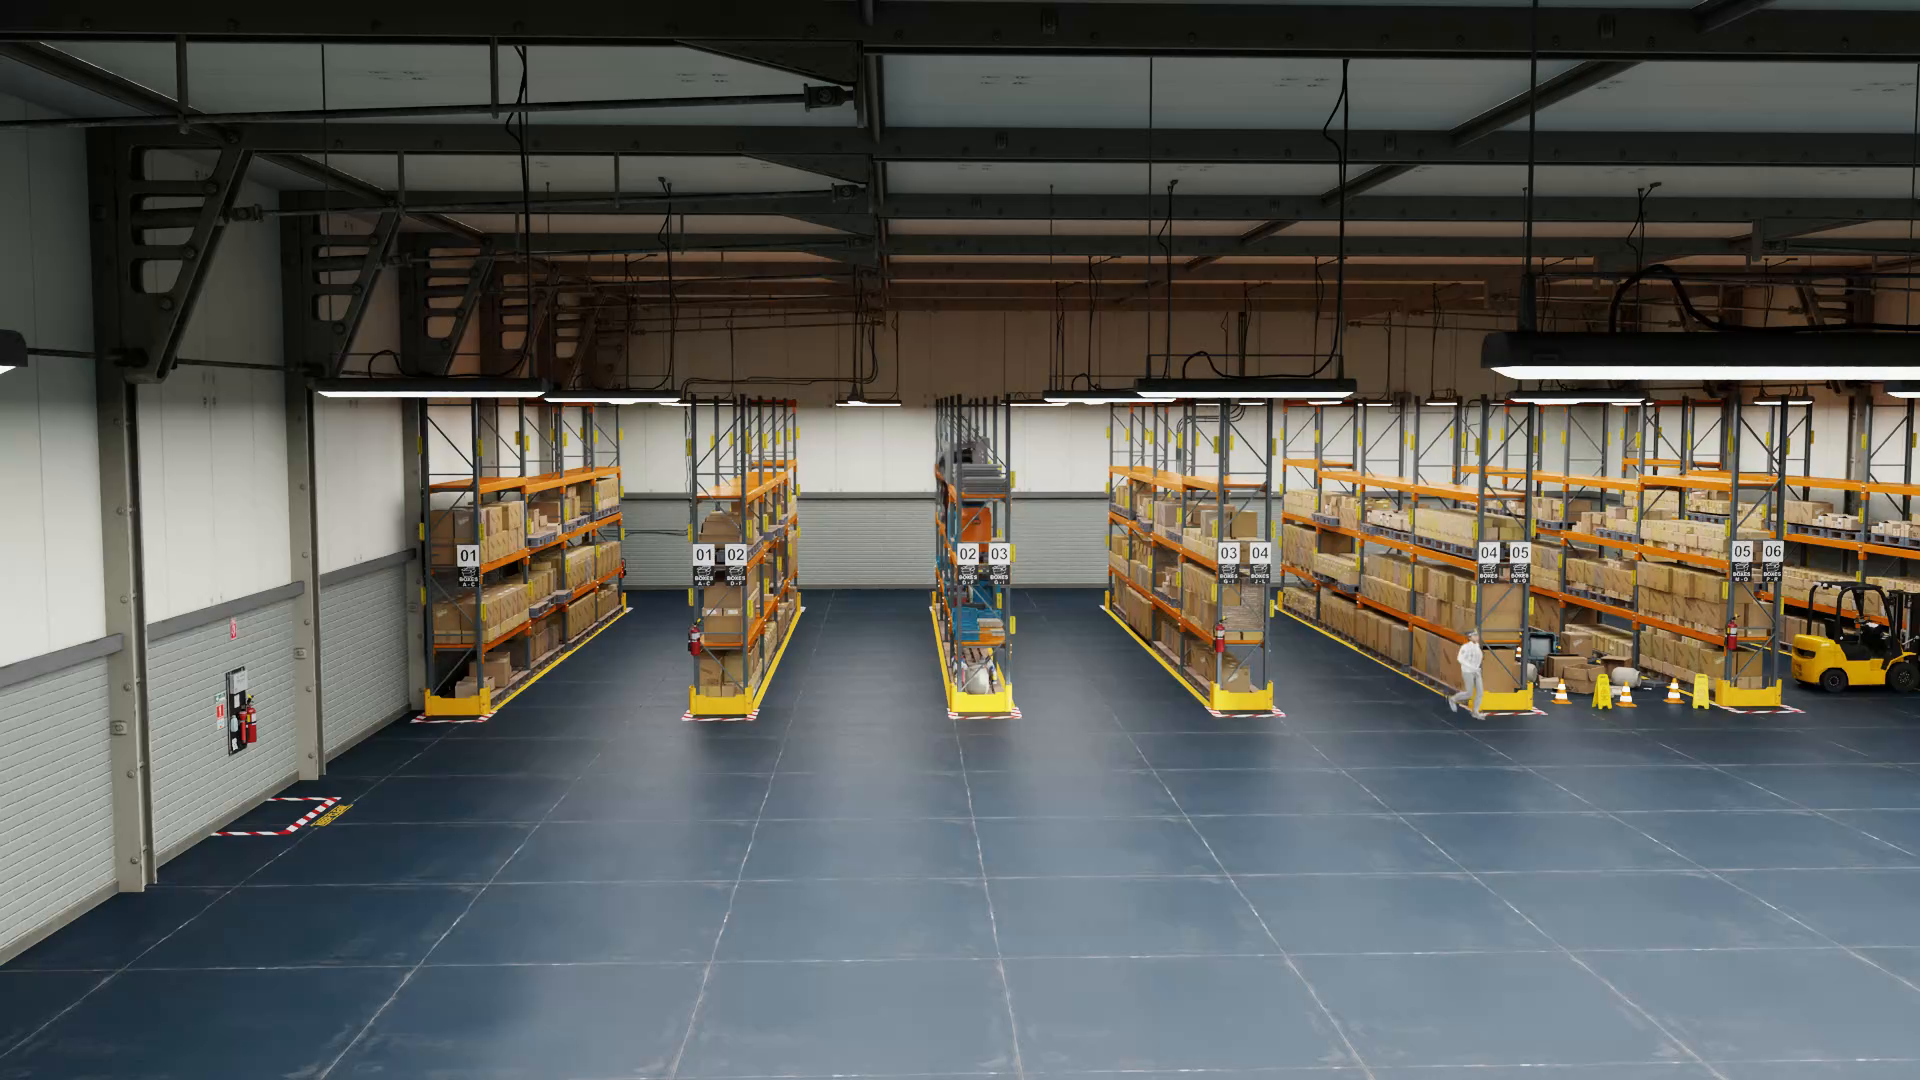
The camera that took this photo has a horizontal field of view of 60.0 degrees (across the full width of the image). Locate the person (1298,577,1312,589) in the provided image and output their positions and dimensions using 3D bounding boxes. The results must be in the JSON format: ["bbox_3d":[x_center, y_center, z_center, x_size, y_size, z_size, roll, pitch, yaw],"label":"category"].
[{"bbox_3d":[10.198,1.013,48.871,0.681,1.753,0.668,3,5,32],"label":"person"}]

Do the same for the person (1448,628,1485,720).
[{"bbox_3d":[9.434,2.466,30.865,0.734,1.703,0.638,4,6,44],"label":"person"}]
